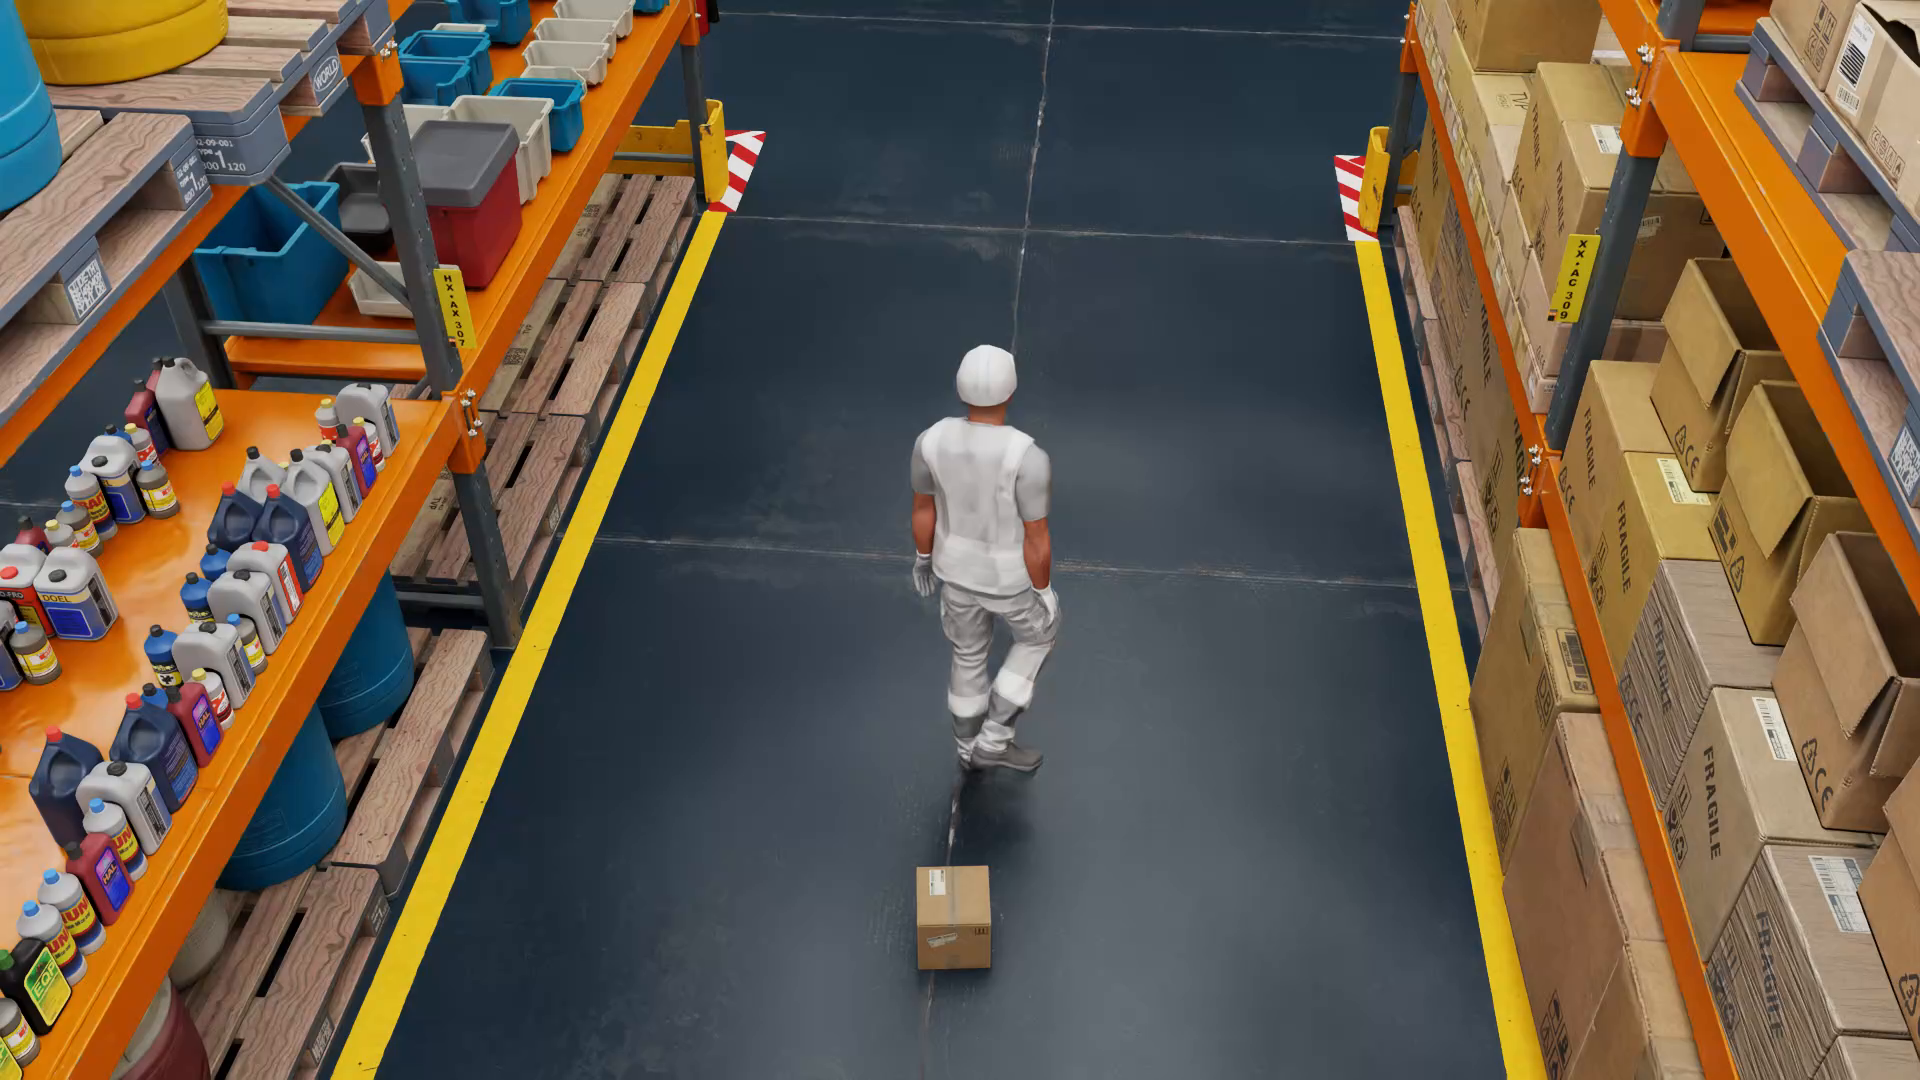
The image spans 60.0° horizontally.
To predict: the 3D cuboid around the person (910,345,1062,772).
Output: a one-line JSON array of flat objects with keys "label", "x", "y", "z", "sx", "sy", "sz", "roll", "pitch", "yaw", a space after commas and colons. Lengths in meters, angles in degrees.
[{"label": "person", "x": 0.088, "y": 0.131, "z": 5.965, "sx": 0.587, "sy": 1.779, "sz": 0.537, "roll": 16, "pitch": 42, "yaw": 18}]
